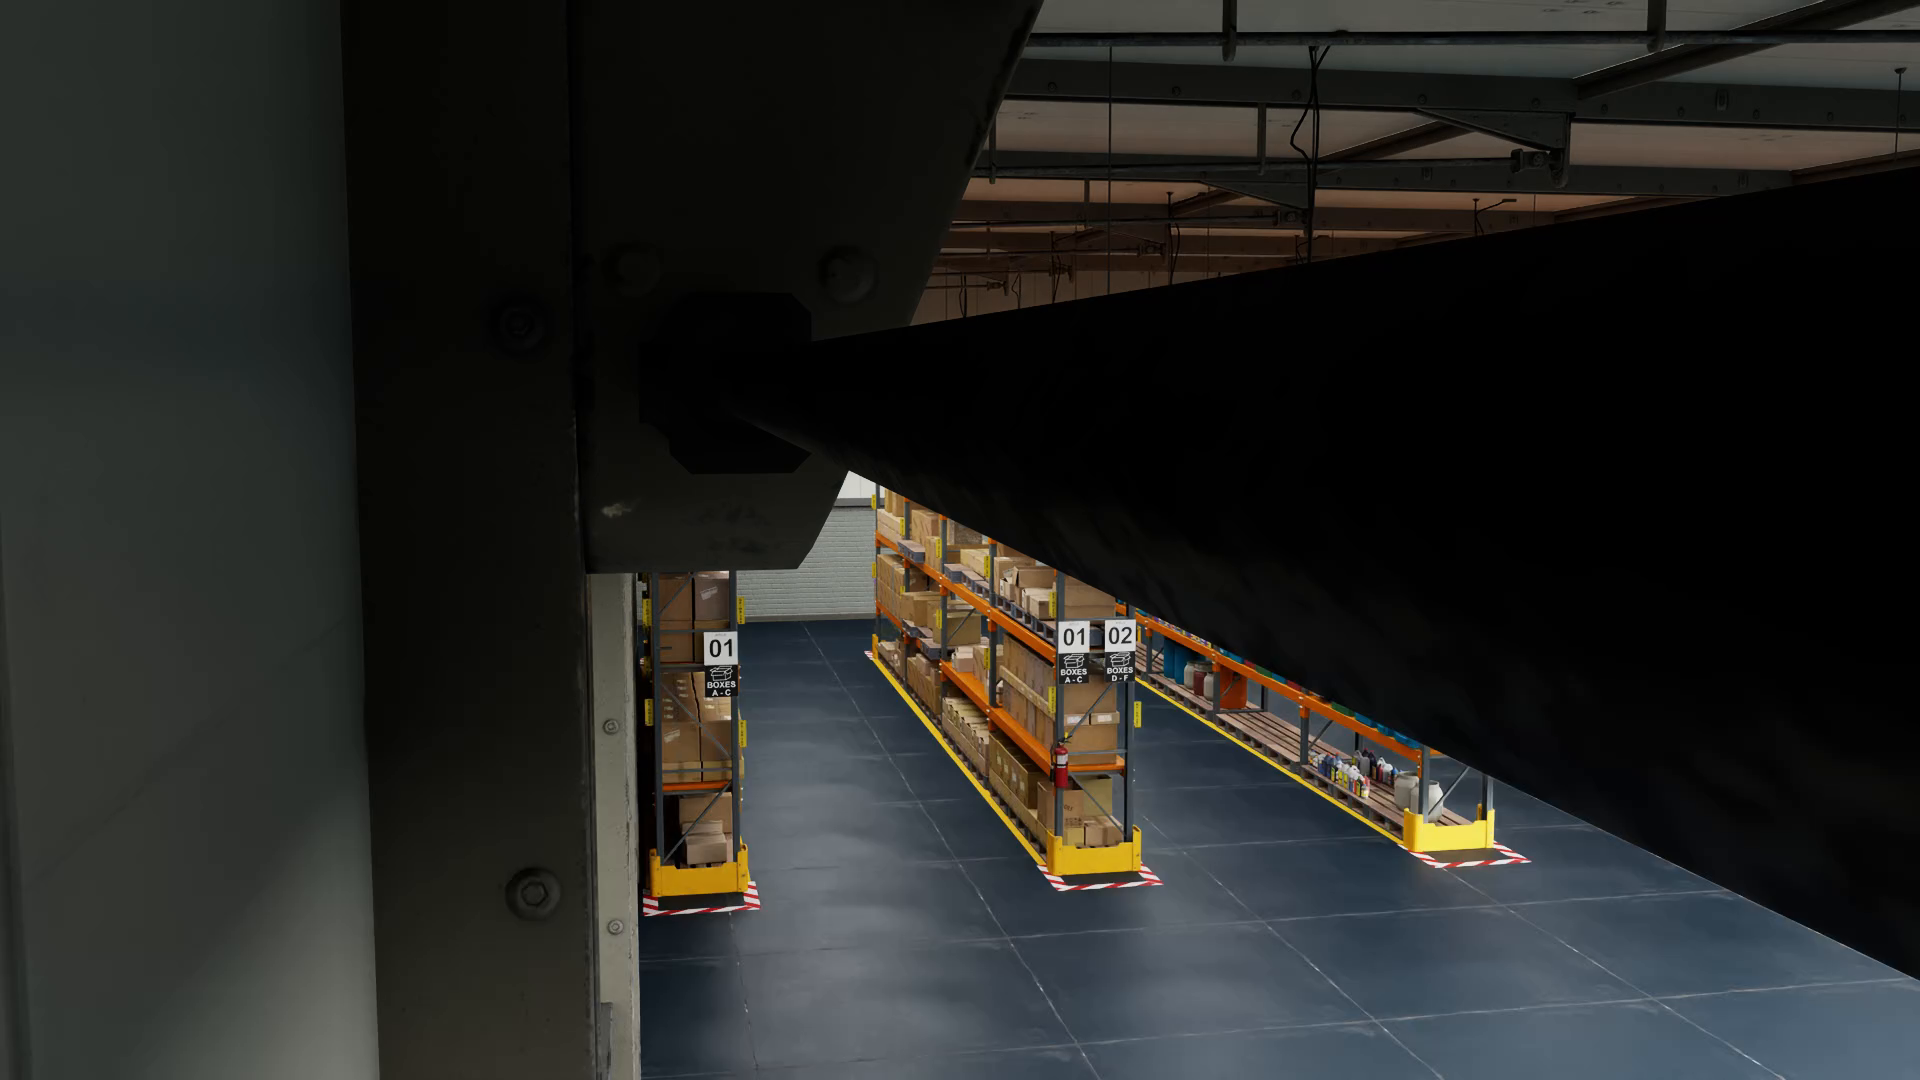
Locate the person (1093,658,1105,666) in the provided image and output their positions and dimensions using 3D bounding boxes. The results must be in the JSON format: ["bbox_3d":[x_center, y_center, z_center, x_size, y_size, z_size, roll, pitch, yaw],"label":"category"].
[{"bbox_3d":[2.828,1.875,35.293,0.597,1.679,0.489,-2,6,-16],"label":"person"}]
